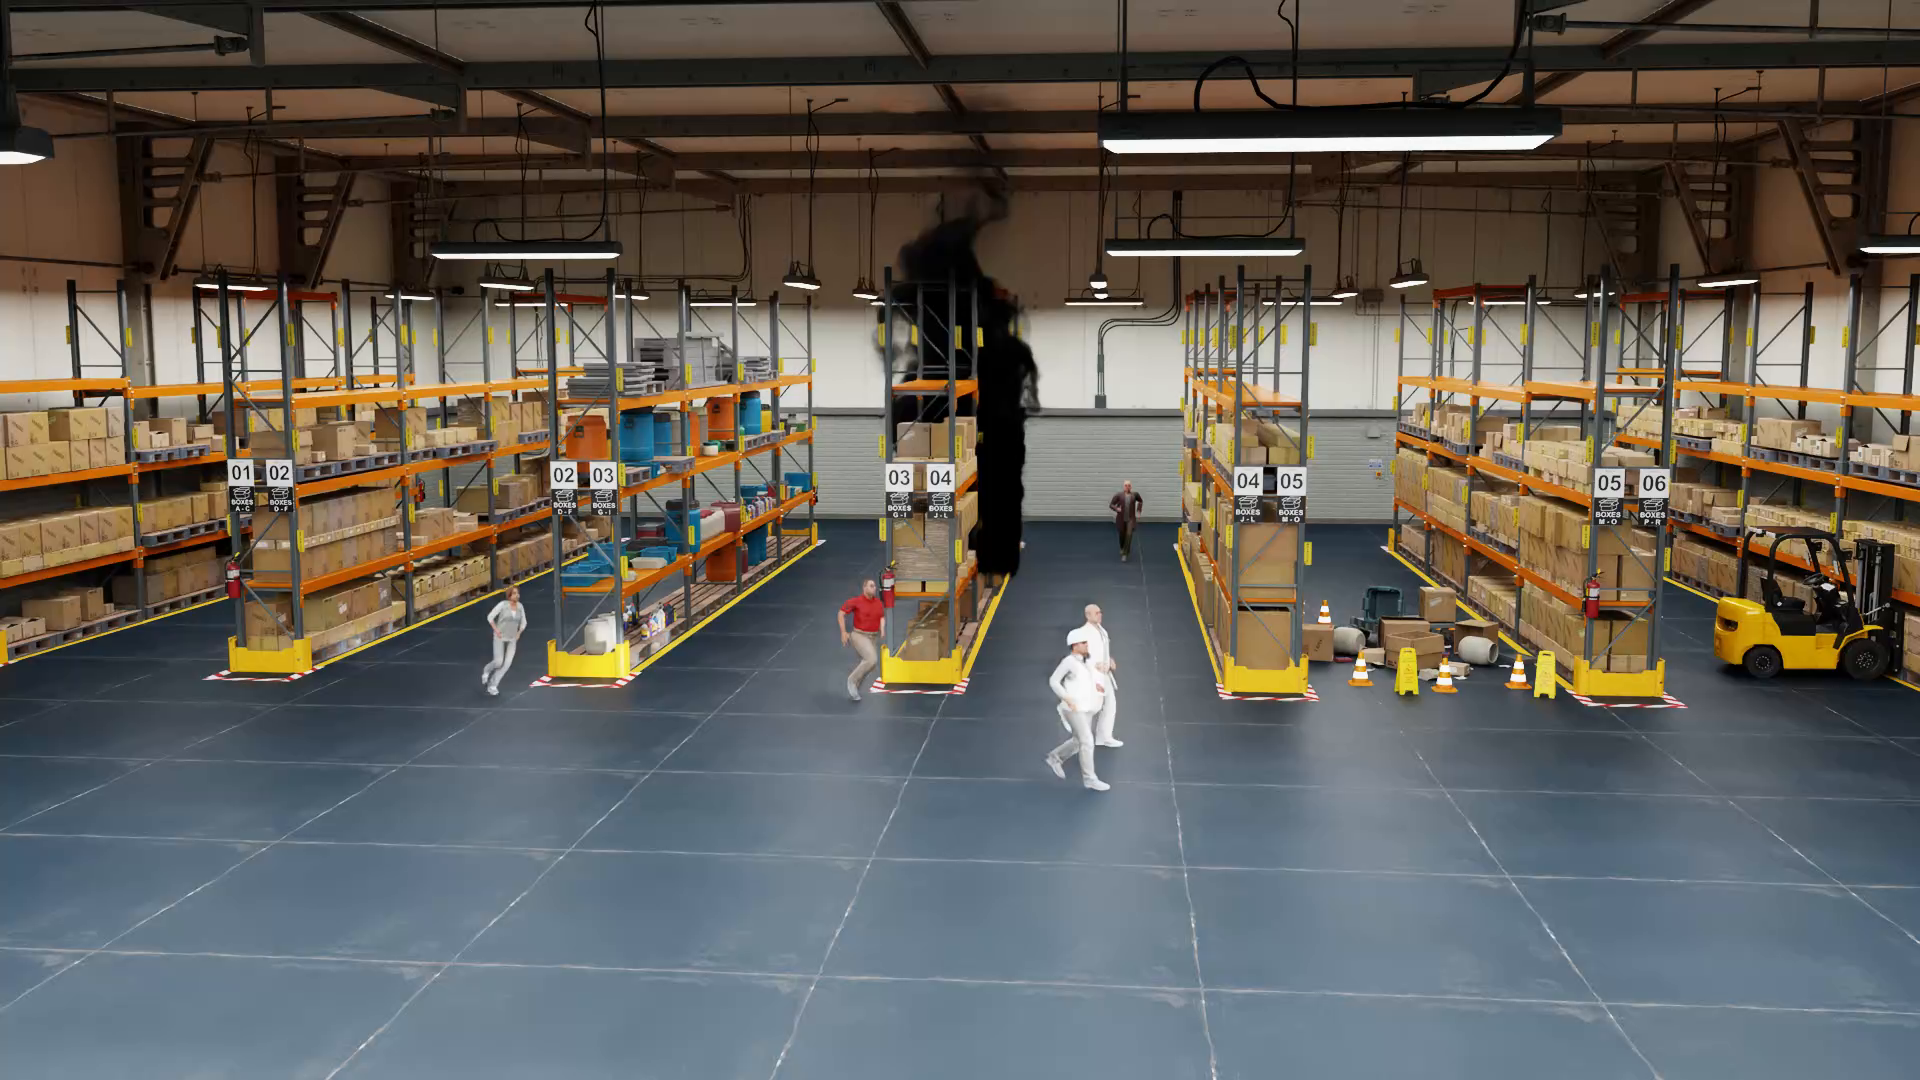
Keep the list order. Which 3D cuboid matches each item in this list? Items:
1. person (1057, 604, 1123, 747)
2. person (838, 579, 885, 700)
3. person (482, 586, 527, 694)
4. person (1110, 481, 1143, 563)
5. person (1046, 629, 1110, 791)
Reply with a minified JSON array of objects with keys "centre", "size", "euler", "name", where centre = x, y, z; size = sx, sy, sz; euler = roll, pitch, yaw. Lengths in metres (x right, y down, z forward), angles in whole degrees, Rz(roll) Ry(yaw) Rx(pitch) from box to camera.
[{"centre":[1.639,1.754,20.494],"size":[0.888,1.557,0.710],"euler":[5,8,35],"name":"person"},{"centre":[-1.273,1.380,23.048],"size":[0.606,1.654,0.681],"euler":[7,10,45],"name":"person"},{"centre":[-6.442,1.400,23.585],"size":[0.597,1.509,0.559],"euler":[-5,8,-35],"name":"person"},{"centre":[3.747,-0.439,37.500],"size":[0.745,1.787,1.084],"euler":[1,7,6],"name":"person"},{"centre":[1.313,1.866,18.542],"size":[0.844,1.761,0.671],"euler":[4,8,31],"name":"person"}]
